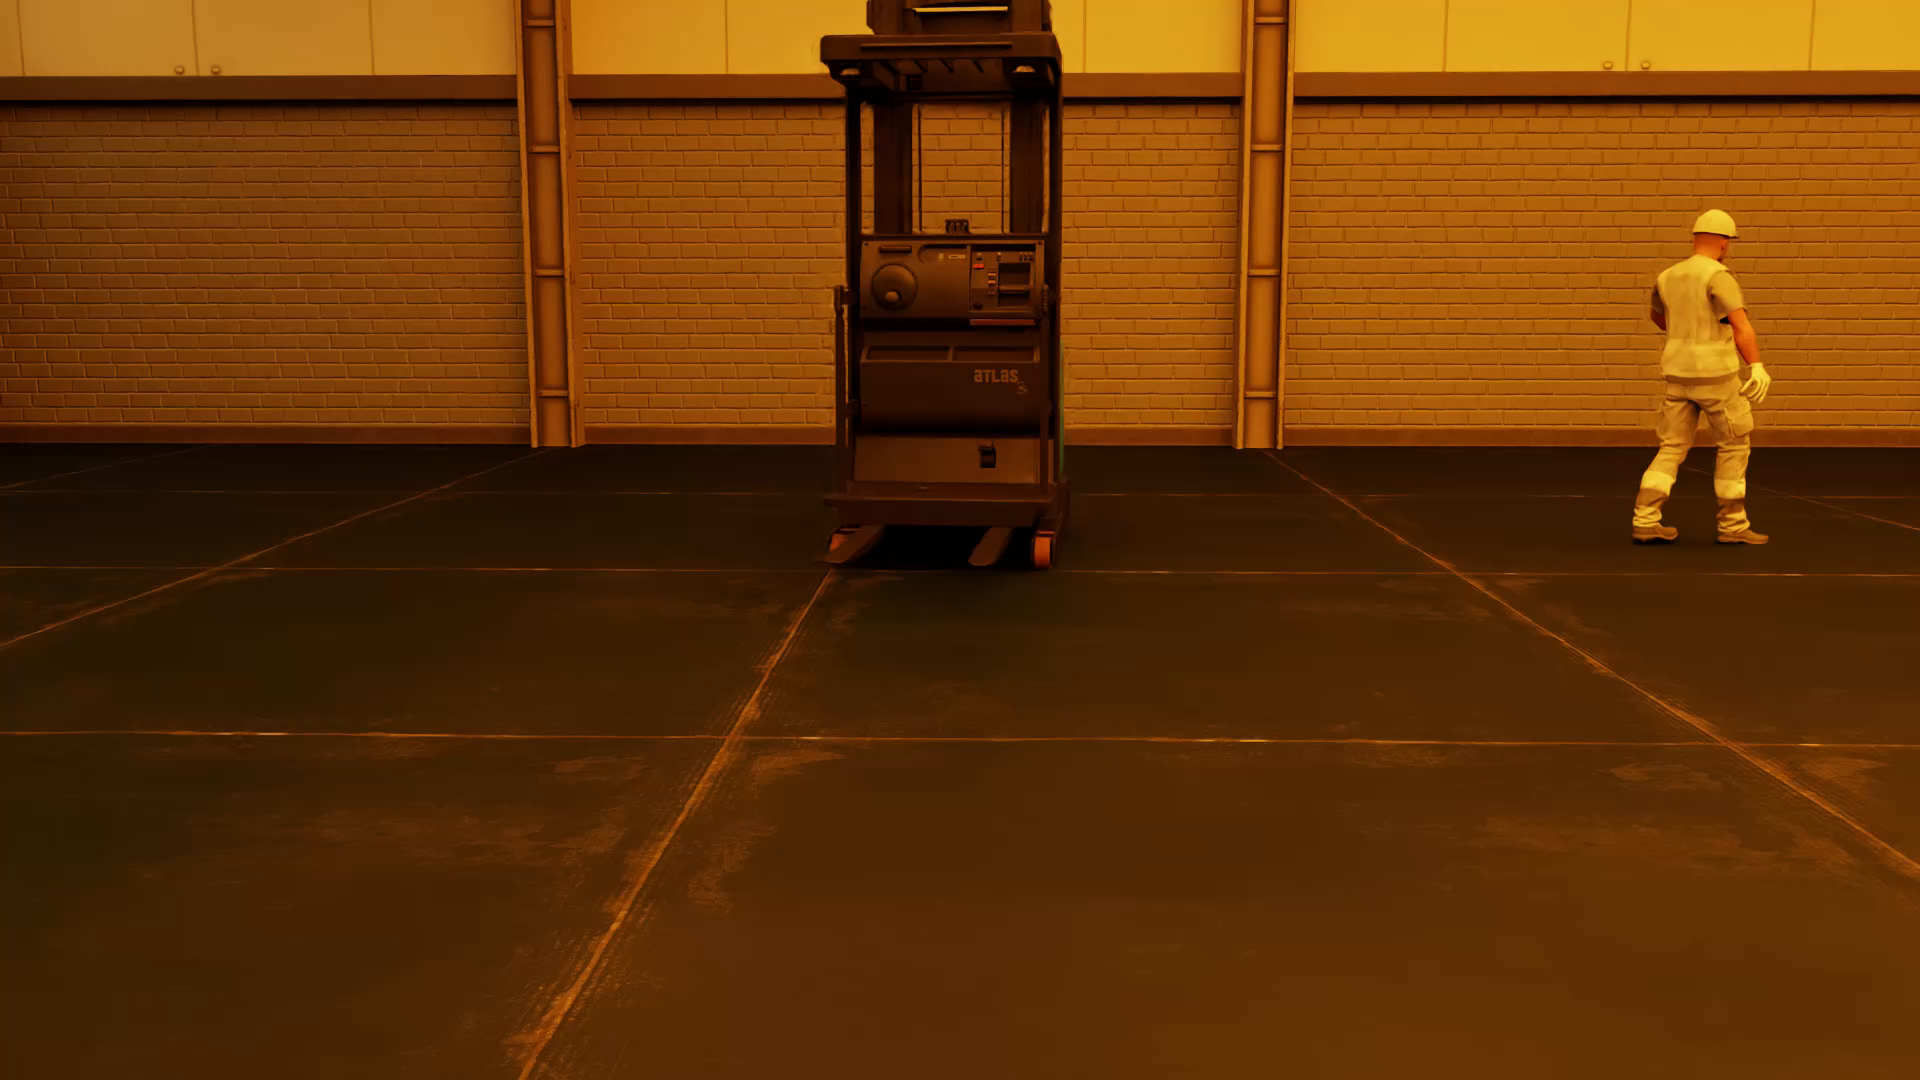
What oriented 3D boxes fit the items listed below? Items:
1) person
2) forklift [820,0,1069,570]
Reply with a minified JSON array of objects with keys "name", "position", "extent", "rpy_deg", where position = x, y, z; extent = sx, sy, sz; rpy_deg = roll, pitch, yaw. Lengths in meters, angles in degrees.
[{"name":"person","position":[3.982,-0.845,8.769],"extent":[0.752,1.763,1.001],"rpy_deg":[-4,9,-24]},{"name":"forklift","position":[-0.061,-1.357,8.180],"extent":[1.130,2.935,3.031],"rpy_deg":[1,9,6]}]
